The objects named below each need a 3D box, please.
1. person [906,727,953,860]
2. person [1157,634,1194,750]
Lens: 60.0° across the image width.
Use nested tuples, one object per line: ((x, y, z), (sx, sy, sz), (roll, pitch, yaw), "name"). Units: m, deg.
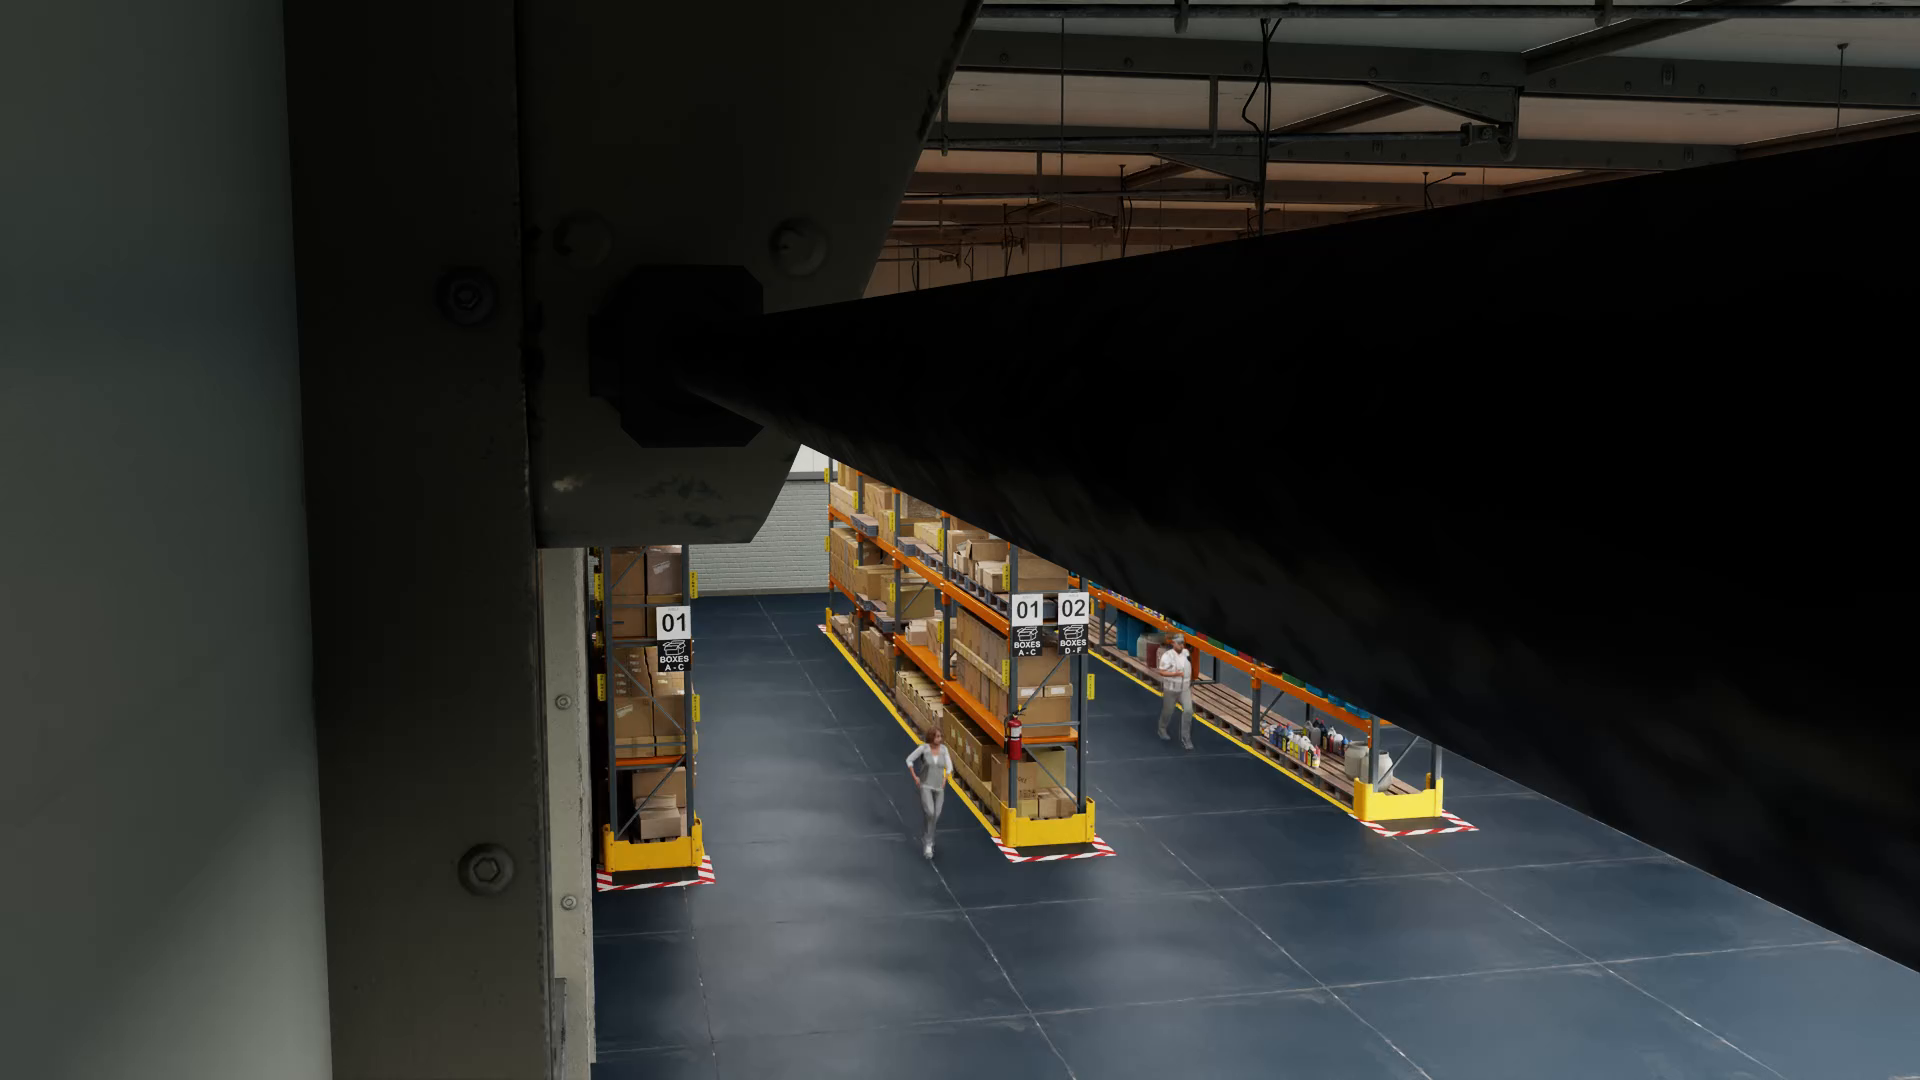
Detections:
((-0.353, 3.105, 20.631), (0.543, 1.609, 0.646), (-3, 7, -22), "person")
((3.397, 2.358, 26.158), (0.603, 1.833, 0.866), (-2, 7, -17), "person")
